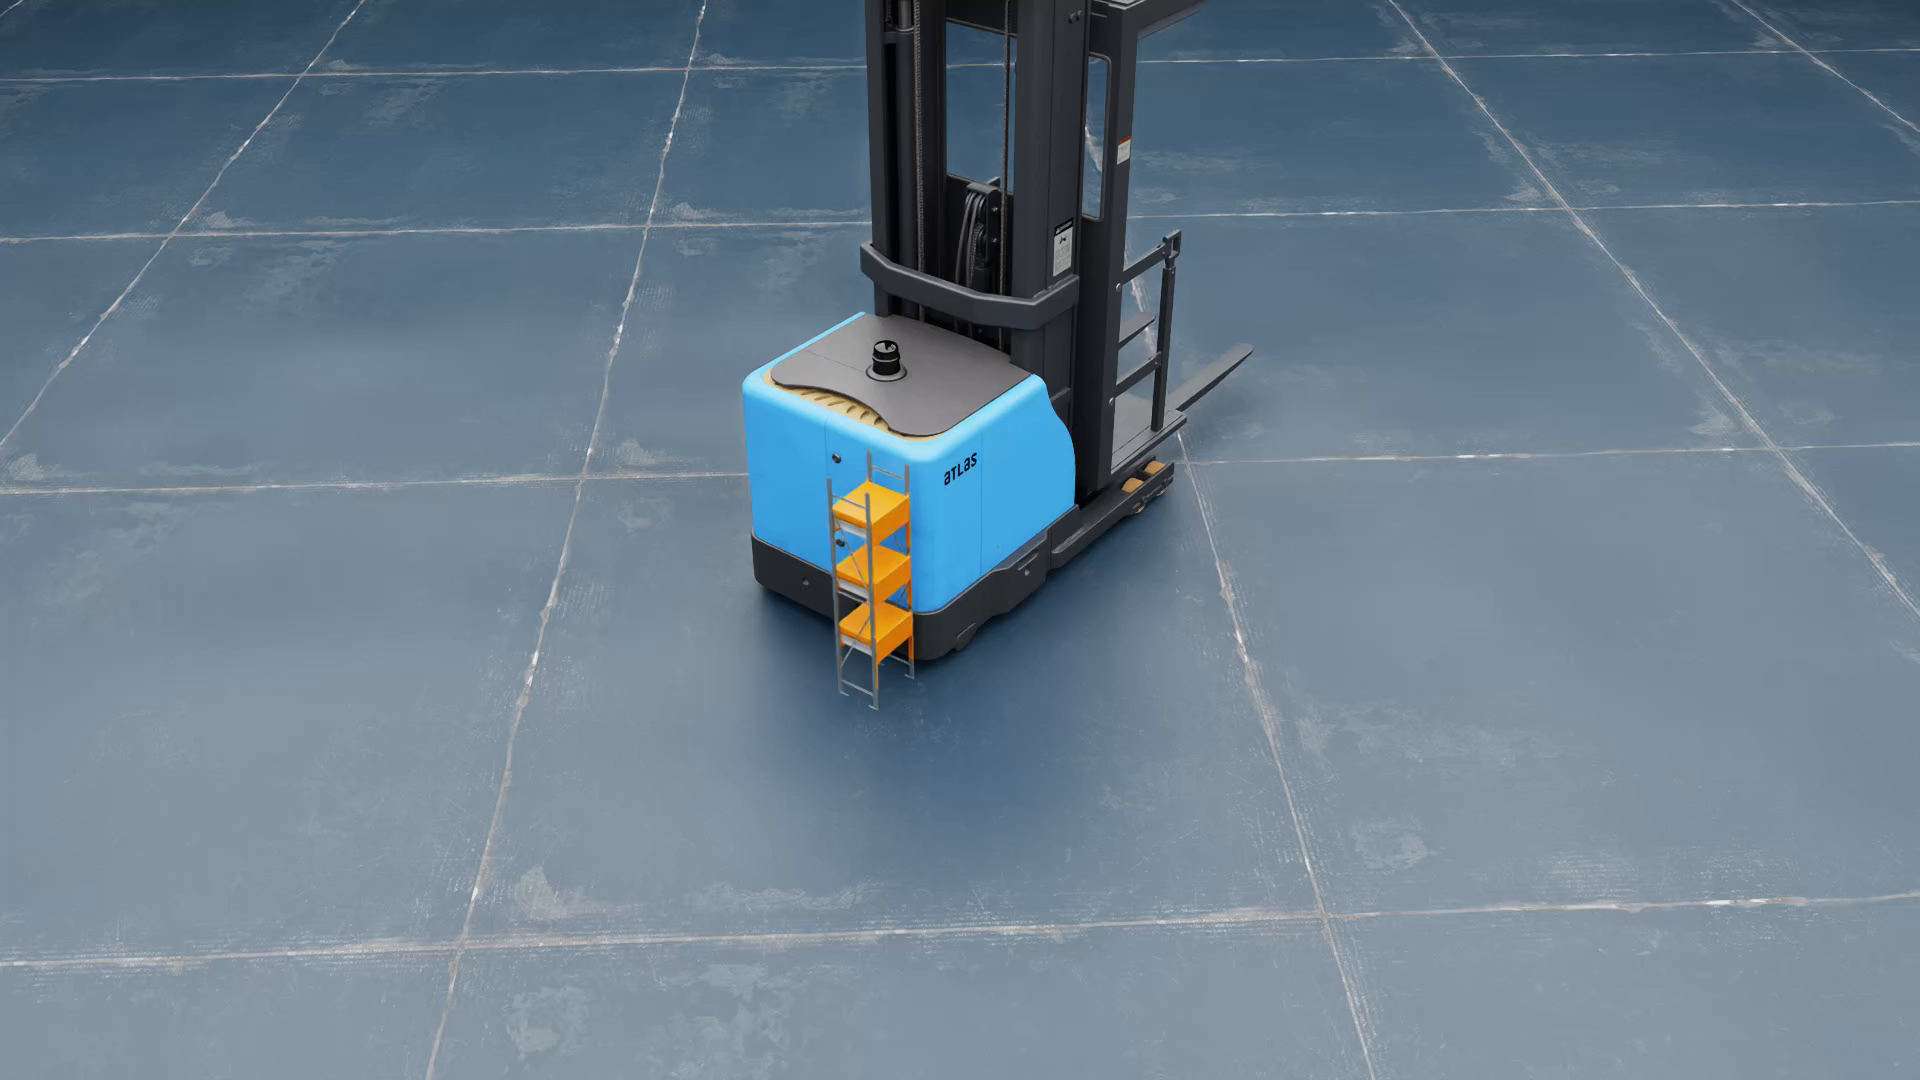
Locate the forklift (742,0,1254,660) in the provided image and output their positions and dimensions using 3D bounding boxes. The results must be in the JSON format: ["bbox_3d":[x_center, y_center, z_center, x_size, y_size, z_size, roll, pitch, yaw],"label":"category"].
[{"bbox_3d":[0.380,-1.487,7.322,1.130,2.935,3.031,24,41,30],"label":"forklift"}]

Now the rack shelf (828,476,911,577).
[{"bbox_3d":[-0.346,-0.053,6.424,0.215,0.259,0.240,22,40,28],"label":"rack shelf"}]

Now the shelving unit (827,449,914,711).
[{"bbox_3d":[-0.346,0.171,6.579,0.215,1.050,0.252,22,40,28],"label":"shelving unit"}]

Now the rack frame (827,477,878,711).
[{"bbox_3d":[-0.417,0.228,6.498,0.200,1.050,0.008,22,40,28],"label":"rack frame"}]

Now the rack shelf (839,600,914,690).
[{"bbox_3d":[-0.345,0.408,6.744,0.215,0.259,0.240,22,40,28],"label":"rack shelf"}]

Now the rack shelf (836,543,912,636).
[{"bbox_3d":[-0.346,0.180,6.585,0.215,0.259,0.240,22,40,28],"label":"rack shelf"}]

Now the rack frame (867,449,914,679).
[{"bbox_3d":[-0.275,0.115,6.661,0.200,1.050,0.008,22,40,28],"label":"rack frame"}]
